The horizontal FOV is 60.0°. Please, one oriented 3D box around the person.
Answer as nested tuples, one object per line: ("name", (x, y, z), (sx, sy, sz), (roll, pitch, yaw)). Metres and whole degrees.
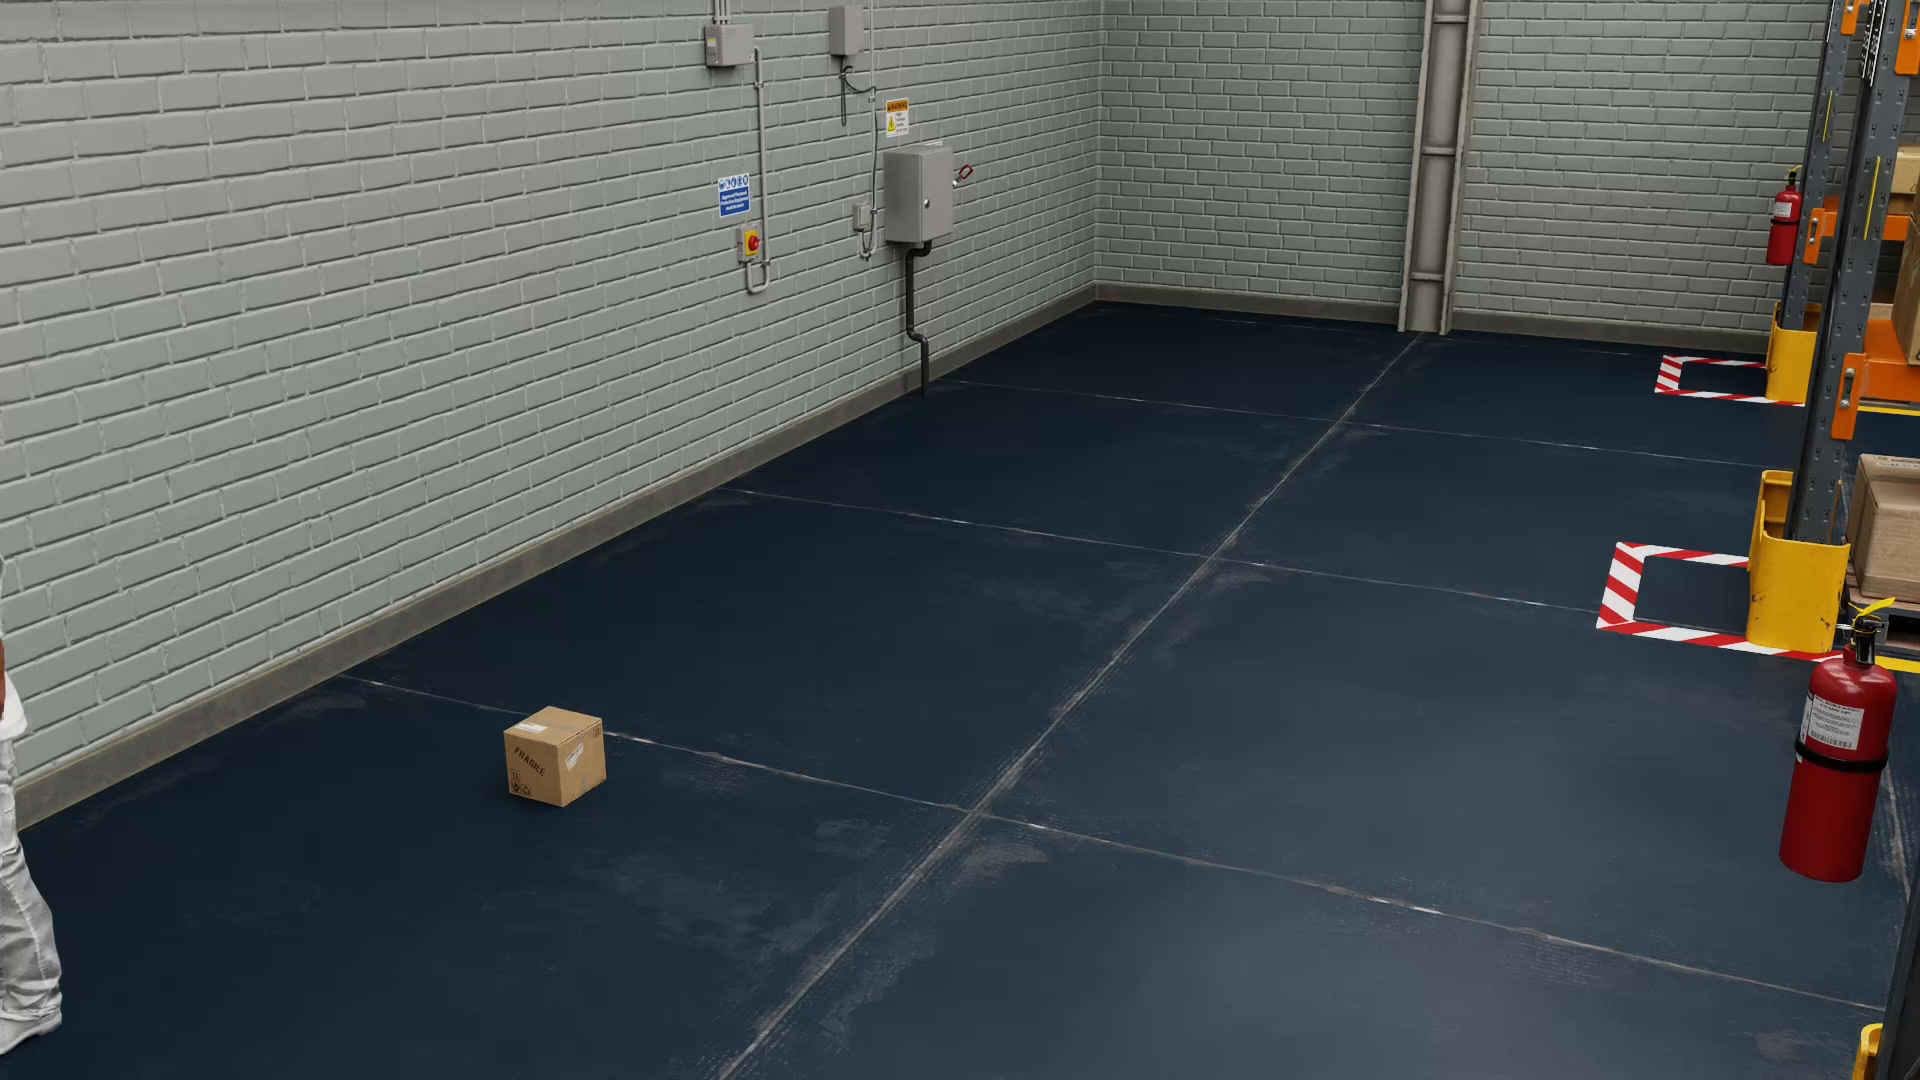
("person", (-2.738, 0.527, 4.478), (0.386, 1.789, 0.552), (-17, 25, -40))
